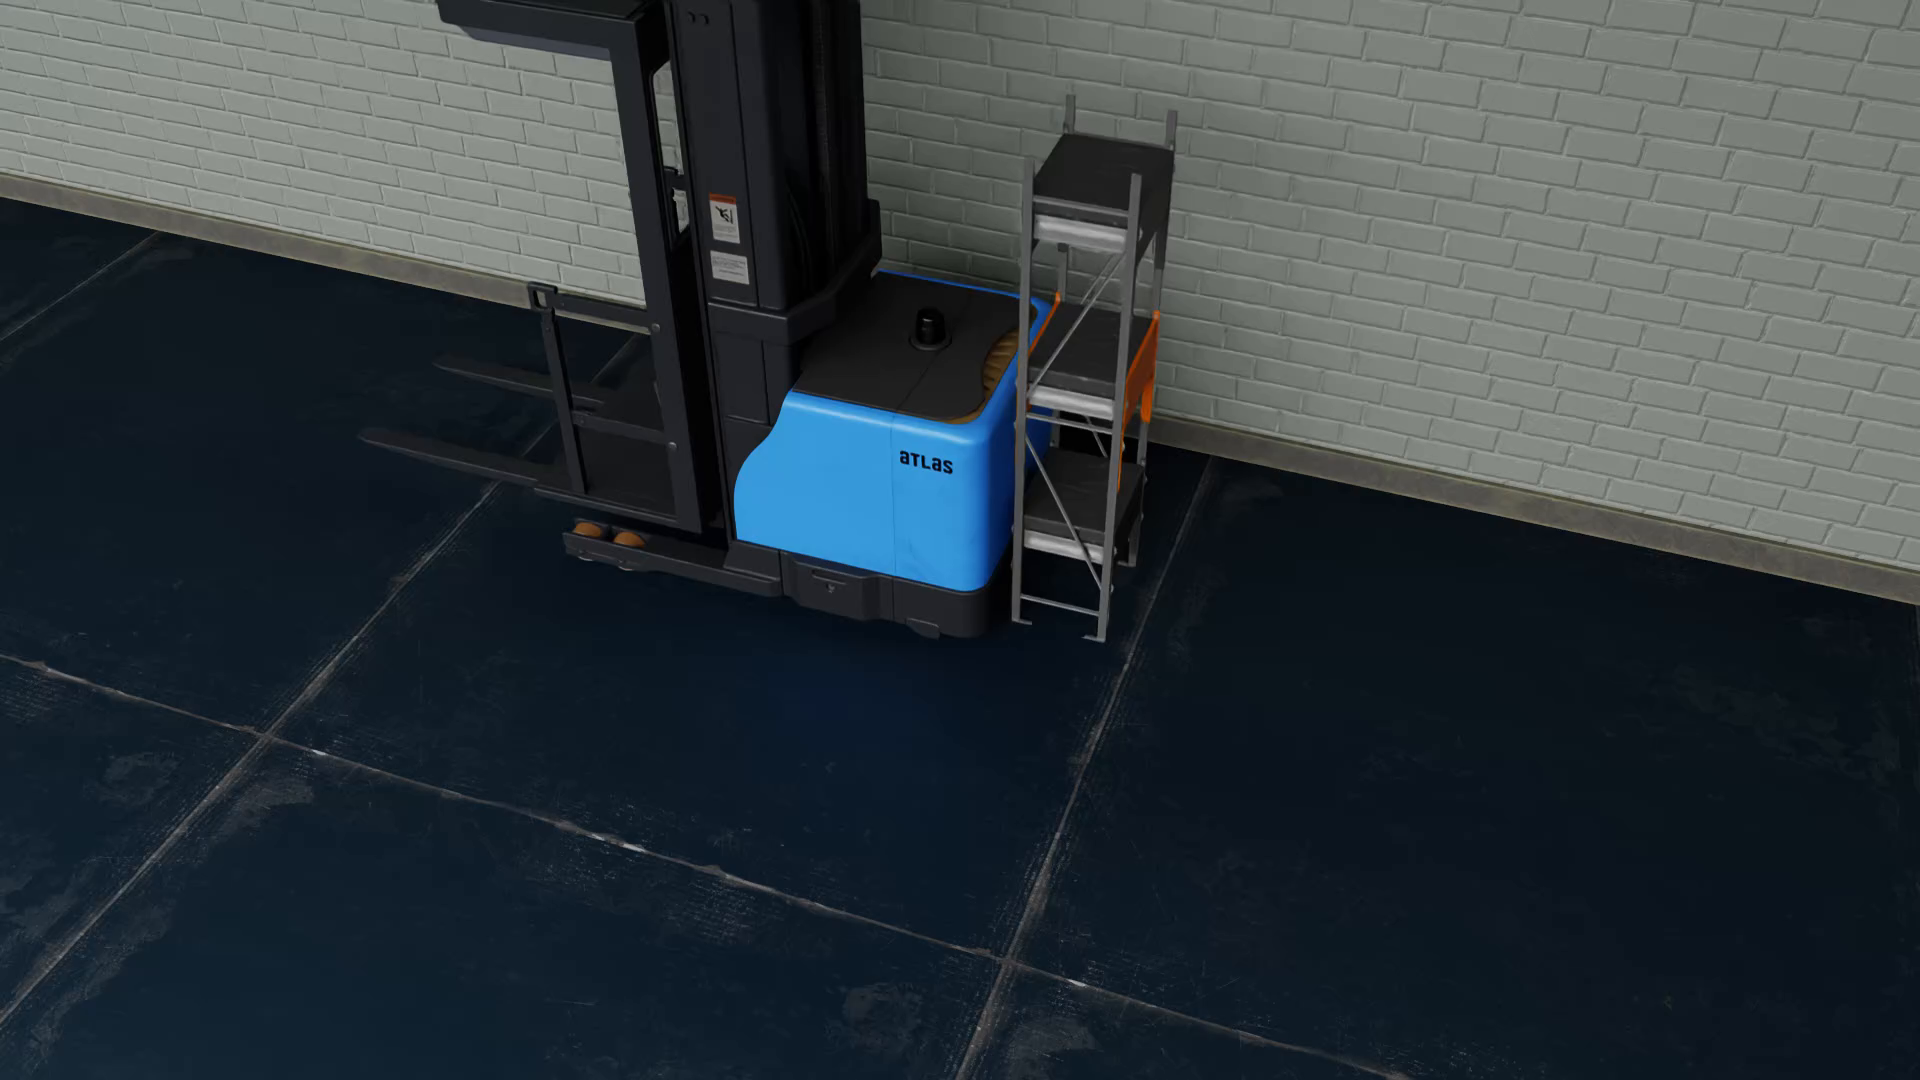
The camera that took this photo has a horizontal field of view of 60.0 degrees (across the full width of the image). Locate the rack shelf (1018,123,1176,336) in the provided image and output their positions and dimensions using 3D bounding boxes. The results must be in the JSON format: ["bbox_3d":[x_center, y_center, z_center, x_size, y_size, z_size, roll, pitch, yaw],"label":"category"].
[{"bbox_3d":[0.483,-1.098,5.862,0.431,0.518,0.480,13,42,15],"label":"rack shelf"}]

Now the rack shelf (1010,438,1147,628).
[{"bbox_3d":[0.483,-0.033,6.771,0.431,0.518,0.480,13,42,15],"label":"rack shelf"}]

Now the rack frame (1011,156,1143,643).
[{"bbox_3d":[0.402,-0.426,6.132,0.400,2.100,0.015,13,42,15],"label":"rack frame"}]

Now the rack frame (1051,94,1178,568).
[{"bbox_3d":[0.563,-0.726,6.483,0.400,2.100,0.015,13,42,15],"label":"rack frame"}]

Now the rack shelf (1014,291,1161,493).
[{"bbox_3d":[0.483,-0.566,6.316,0.431,0.518,0.480,13,42,15],"label":"rack shelf"}]

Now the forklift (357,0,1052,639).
[{"bbox_3d":[-1.167,-1.292,6.506,3.031,2.935,1.130,13,42,15],"label":"forklift"}]

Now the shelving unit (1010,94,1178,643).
[{"bbox_3d":[0.483,-0.576,6.307,0.431,2.100,0.503,13,42,15],"label":"shelving unit"}]
